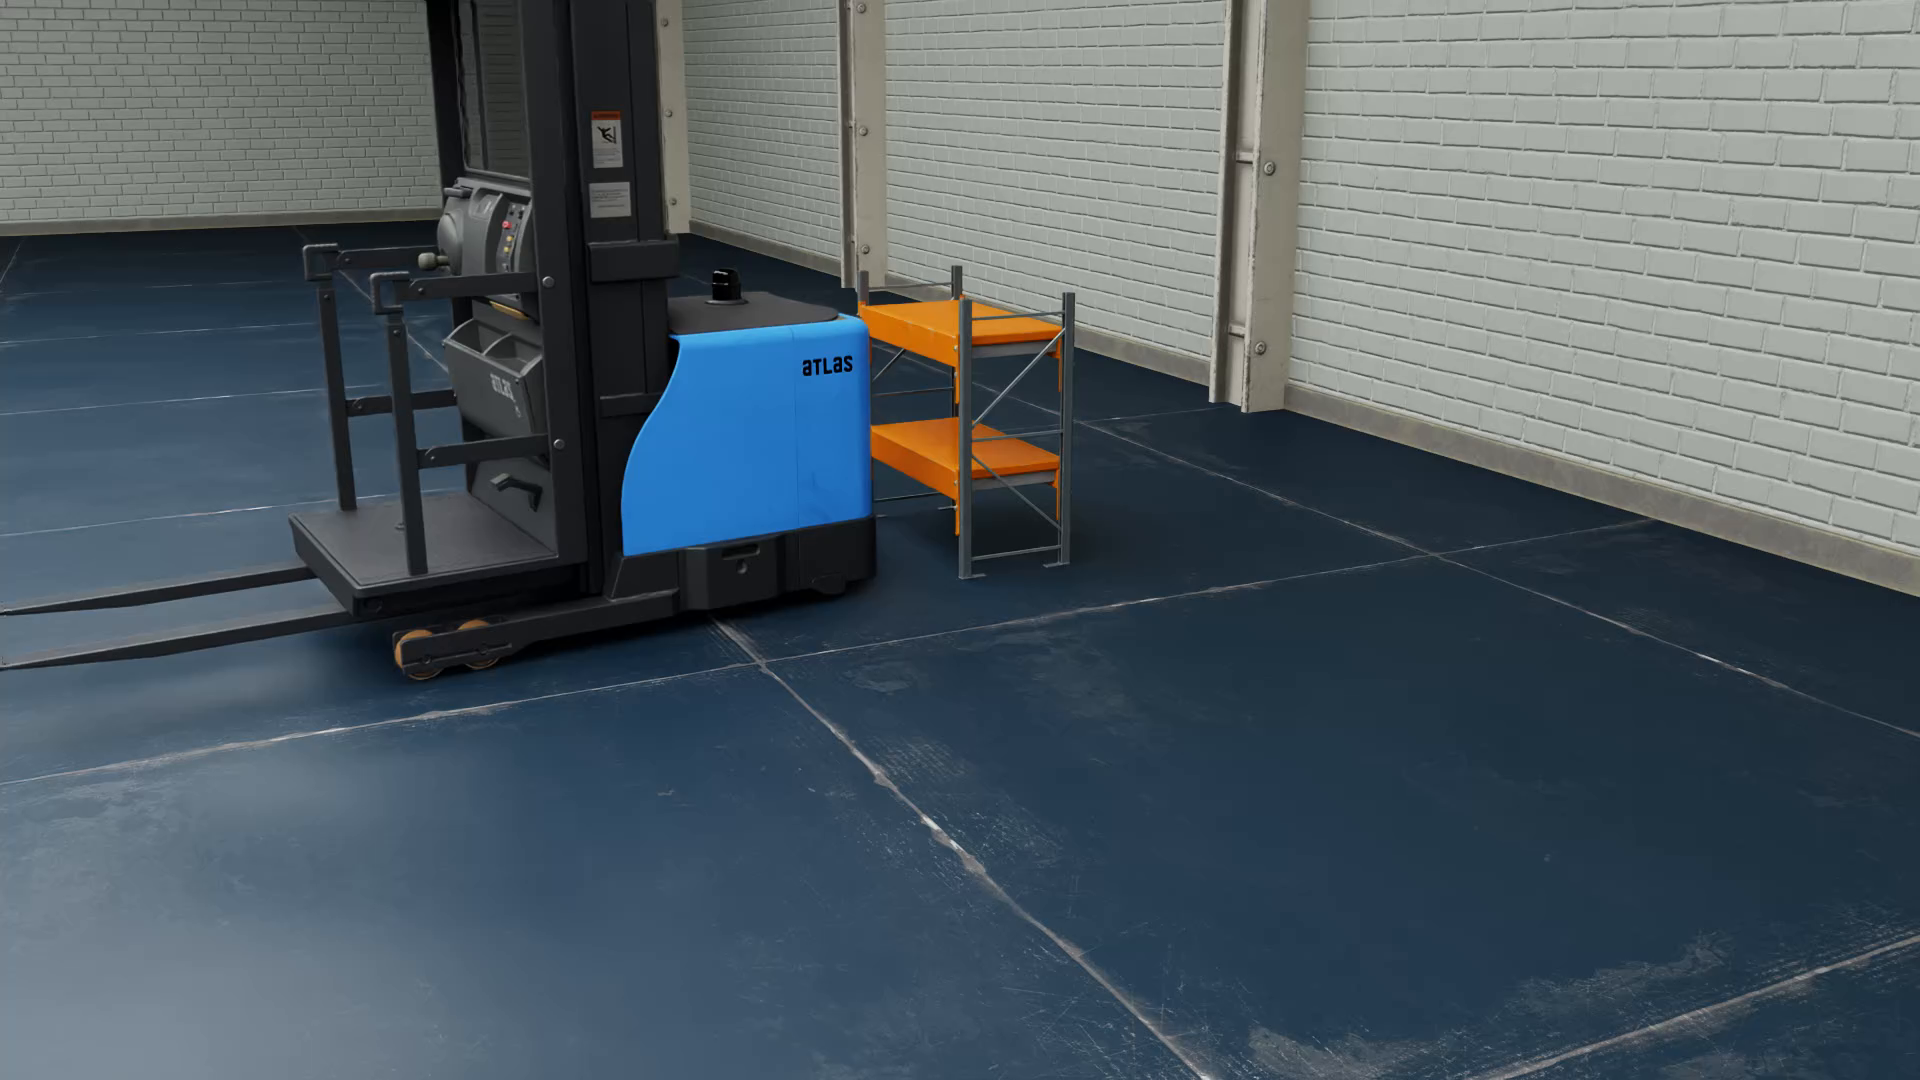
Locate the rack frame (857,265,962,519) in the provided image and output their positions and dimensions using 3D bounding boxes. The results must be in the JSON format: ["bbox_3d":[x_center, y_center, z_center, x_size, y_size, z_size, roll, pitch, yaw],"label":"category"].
[{"bbox_3d":[-0.220,-0.665,7.529,0.500,1.125,0.032,-8,18,-25],"label":"rack frame"}]

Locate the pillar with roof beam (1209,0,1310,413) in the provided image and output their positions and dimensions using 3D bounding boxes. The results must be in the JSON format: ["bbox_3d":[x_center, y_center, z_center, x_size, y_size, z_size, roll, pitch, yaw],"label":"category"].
[{"bbox_3d":[-2.118,-4.629,7.069,9.100,9.000,0.400,-8,18,-25],"label":"pillar with roof beam"}]

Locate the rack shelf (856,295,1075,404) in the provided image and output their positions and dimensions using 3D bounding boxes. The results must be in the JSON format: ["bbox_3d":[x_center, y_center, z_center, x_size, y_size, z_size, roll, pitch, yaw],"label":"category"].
[{"bbox_3d":[0.003,-0.820,7.009,0.538,0.278,1.000,-8,18,-25],"label":"rack shelf"}]

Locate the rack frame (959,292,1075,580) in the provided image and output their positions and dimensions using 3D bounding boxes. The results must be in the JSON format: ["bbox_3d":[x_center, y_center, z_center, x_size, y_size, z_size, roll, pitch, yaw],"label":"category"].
[{"bbox_3d":[0.226,-0.413,6.650,0.500,1.125,0.032,-8,18,-25],"label":"rack frame"}]

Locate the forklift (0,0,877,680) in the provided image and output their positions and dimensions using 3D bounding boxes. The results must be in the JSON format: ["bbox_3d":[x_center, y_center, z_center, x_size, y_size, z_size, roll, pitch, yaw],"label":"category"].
[{"bbox_3d":[-1.848,-1.103,5.780,3.031,2.935,1.130,-10,19,-31],"label":"forklift"}]

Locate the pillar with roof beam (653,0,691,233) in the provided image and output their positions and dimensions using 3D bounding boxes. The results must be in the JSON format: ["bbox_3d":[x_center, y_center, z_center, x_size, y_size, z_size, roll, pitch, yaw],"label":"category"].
[{"bbox_3d":[-7.375,-7.605,17.437,9.100,9.000,0.400,-8,18,-25],"label":"pillar with roof beam"}]

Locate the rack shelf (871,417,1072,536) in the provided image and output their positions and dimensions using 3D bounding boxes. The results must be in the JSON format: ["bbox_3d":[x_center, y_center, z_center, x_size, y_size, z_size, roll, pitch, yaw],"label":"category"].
[{"bbox_3d":[0.003,-0.304,7.157,0.538,0.278,1.000,-8,18,-25],"label":"rack shelf"}]

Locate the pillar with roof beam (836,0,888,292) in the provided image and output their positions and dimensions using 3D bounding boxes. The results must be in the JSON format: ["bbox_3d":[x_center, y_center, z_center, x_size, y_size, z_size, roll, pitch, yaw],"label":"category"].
[{"bbox_3d":[-4.746,-6.117,12.253,9.100,9.000,0.400,-8,18,-25],"label":"pillar with roof beam"}]

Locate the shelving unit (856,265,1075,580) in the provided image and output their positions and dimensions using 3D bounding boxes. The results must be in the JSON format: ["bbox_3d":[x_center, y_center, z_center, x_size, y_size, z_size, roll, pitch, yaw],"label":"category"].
[{"bbox_3d":[0.003,-0.539,7.090,0.538,1.125,1.048,-8,18,-25],"label":"shelving unit"}]
